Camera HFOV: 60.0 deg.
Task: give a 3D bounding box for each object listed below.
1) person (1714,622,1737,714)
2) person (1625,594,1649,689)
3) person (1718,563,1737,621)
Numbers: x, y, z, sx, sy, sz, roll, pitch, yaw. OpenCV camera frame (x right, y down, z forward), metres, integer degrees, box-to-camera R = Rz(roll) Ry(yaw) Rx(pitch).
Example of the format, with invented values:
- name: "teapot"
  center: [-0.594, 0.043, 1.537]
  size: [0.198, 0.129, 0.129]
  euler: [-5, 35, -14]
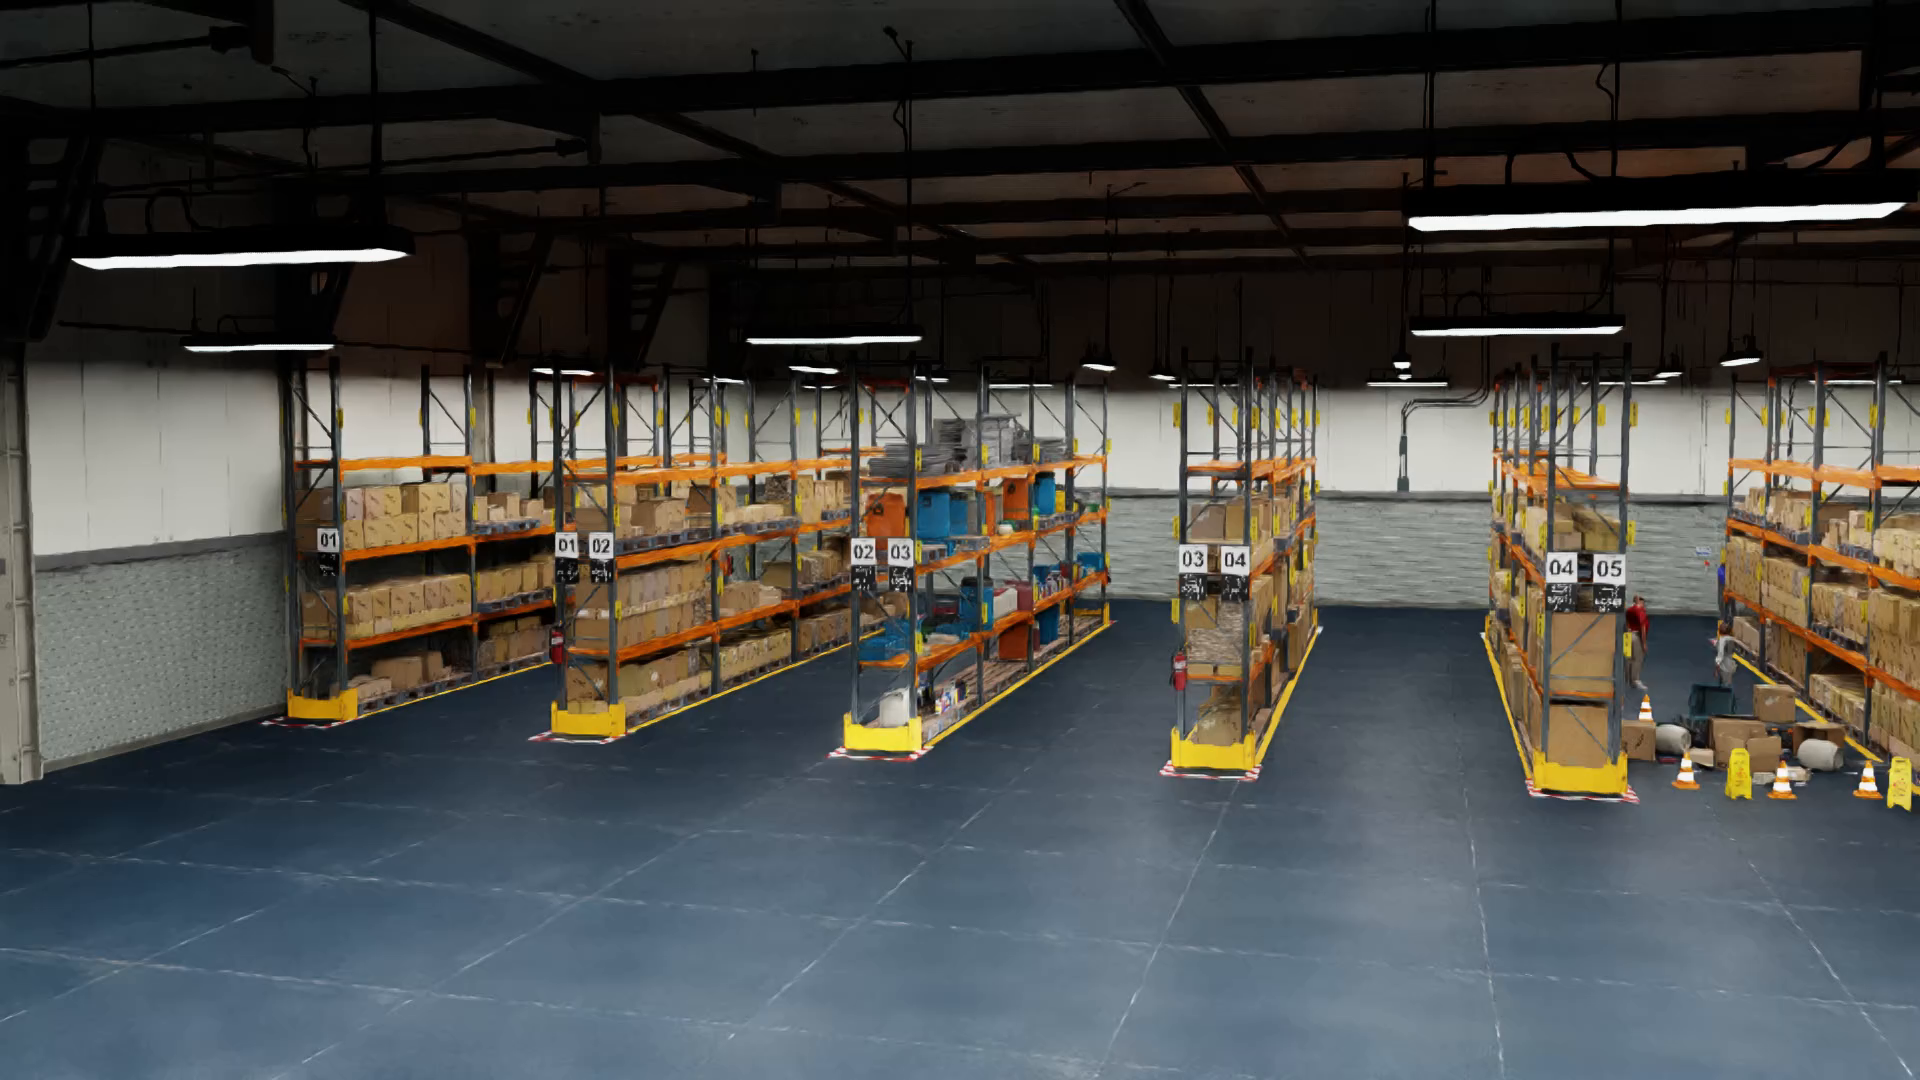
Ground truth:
- name: "person"
  center: [12.736, 2.156, 27.751]
  size: [0.527, 1.592, 0.521]
  euler: [4, 6, 44]
- name: "person"
  center: [12.563, 1.858, 30.822]
  size: [0.409, 1.733, 0.635]
  euler: [-1, 4, -7]
- name: "person"
  center: [18.893, 1.187, 40.870]
  size: [0.550, 1.642, 0.510]
  euler: [-3, 5, -38]
